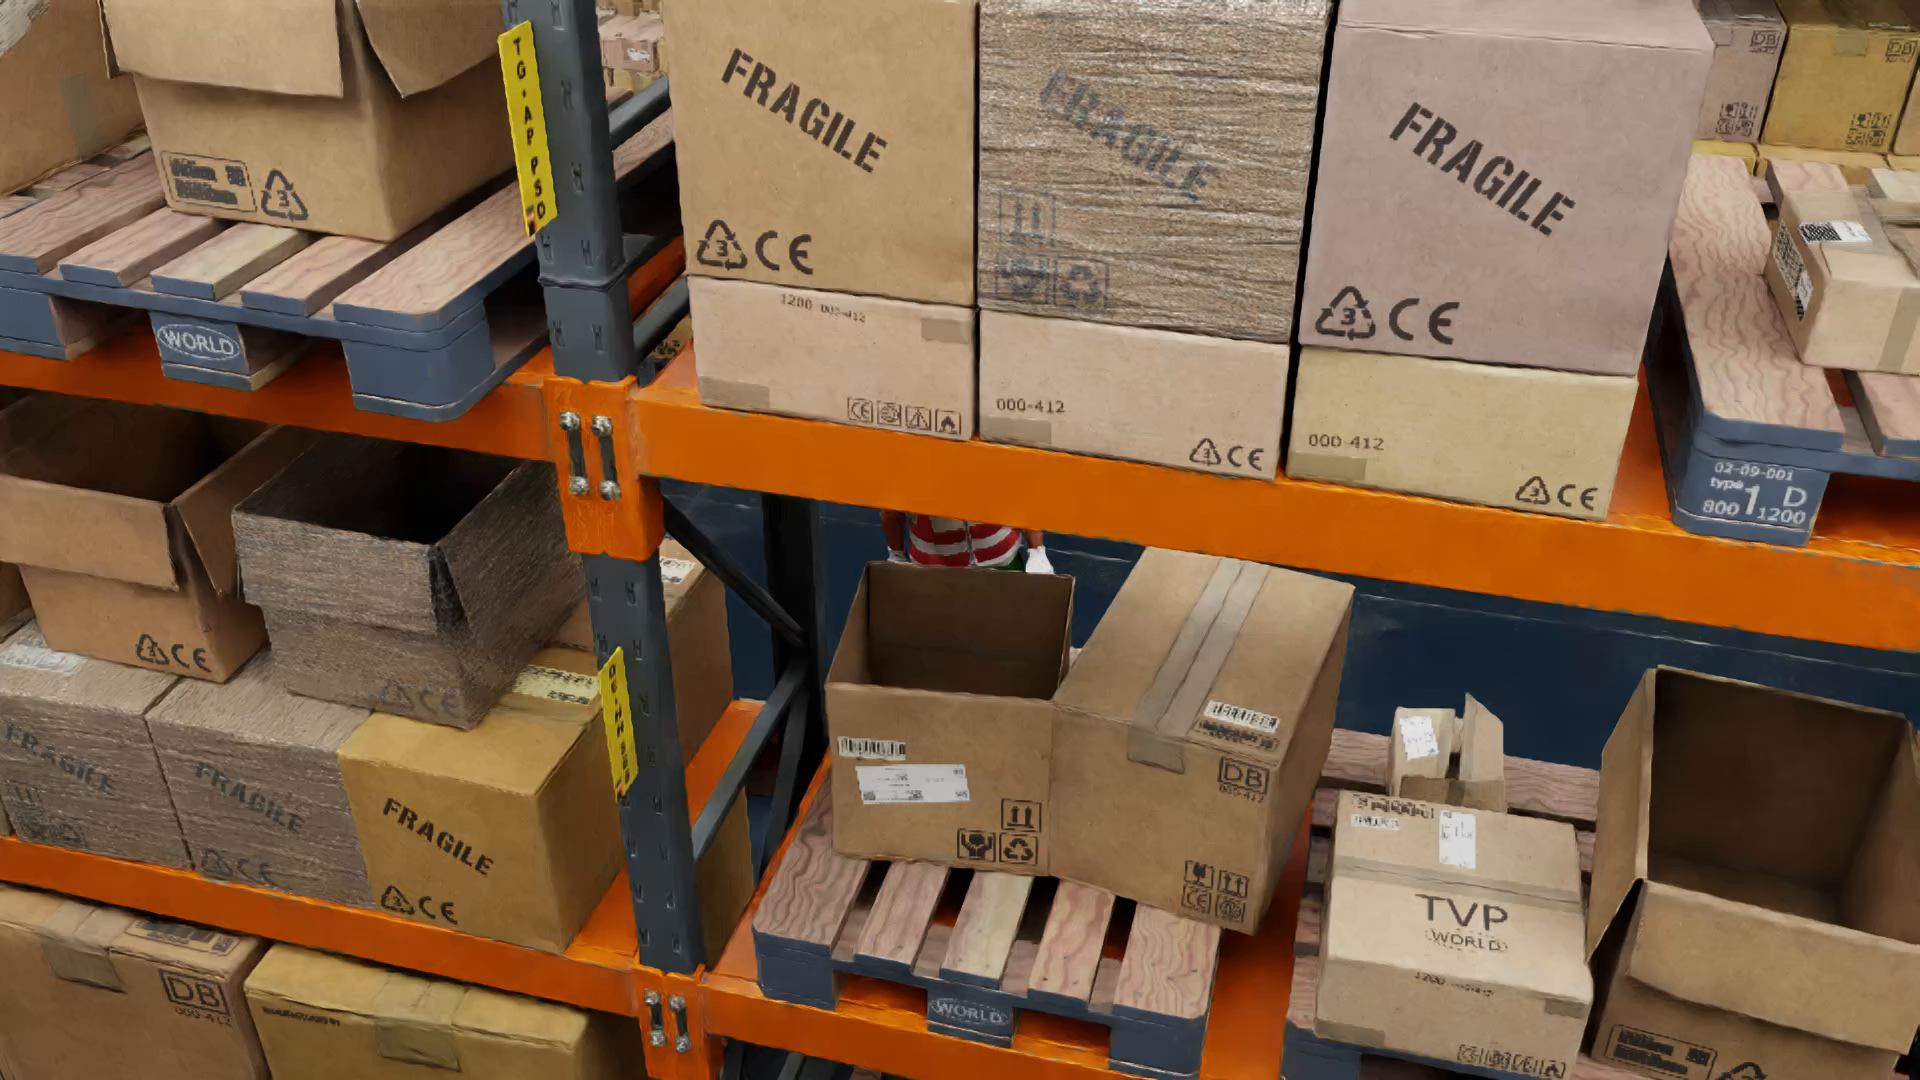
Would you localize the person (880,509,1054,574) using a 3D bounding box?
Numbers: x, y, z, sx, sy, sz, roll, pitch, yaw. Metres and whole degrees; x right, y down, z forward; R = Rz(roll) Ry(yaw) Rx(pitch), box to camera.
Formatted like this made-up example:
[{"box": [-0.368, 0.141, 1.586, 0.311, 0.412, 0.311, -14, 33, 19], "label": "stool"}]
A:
[{"box": [0.025, 0.084, 6.034, 0.600, 1.744, 0.669, -7, 33, -11], "label": "person"}]
